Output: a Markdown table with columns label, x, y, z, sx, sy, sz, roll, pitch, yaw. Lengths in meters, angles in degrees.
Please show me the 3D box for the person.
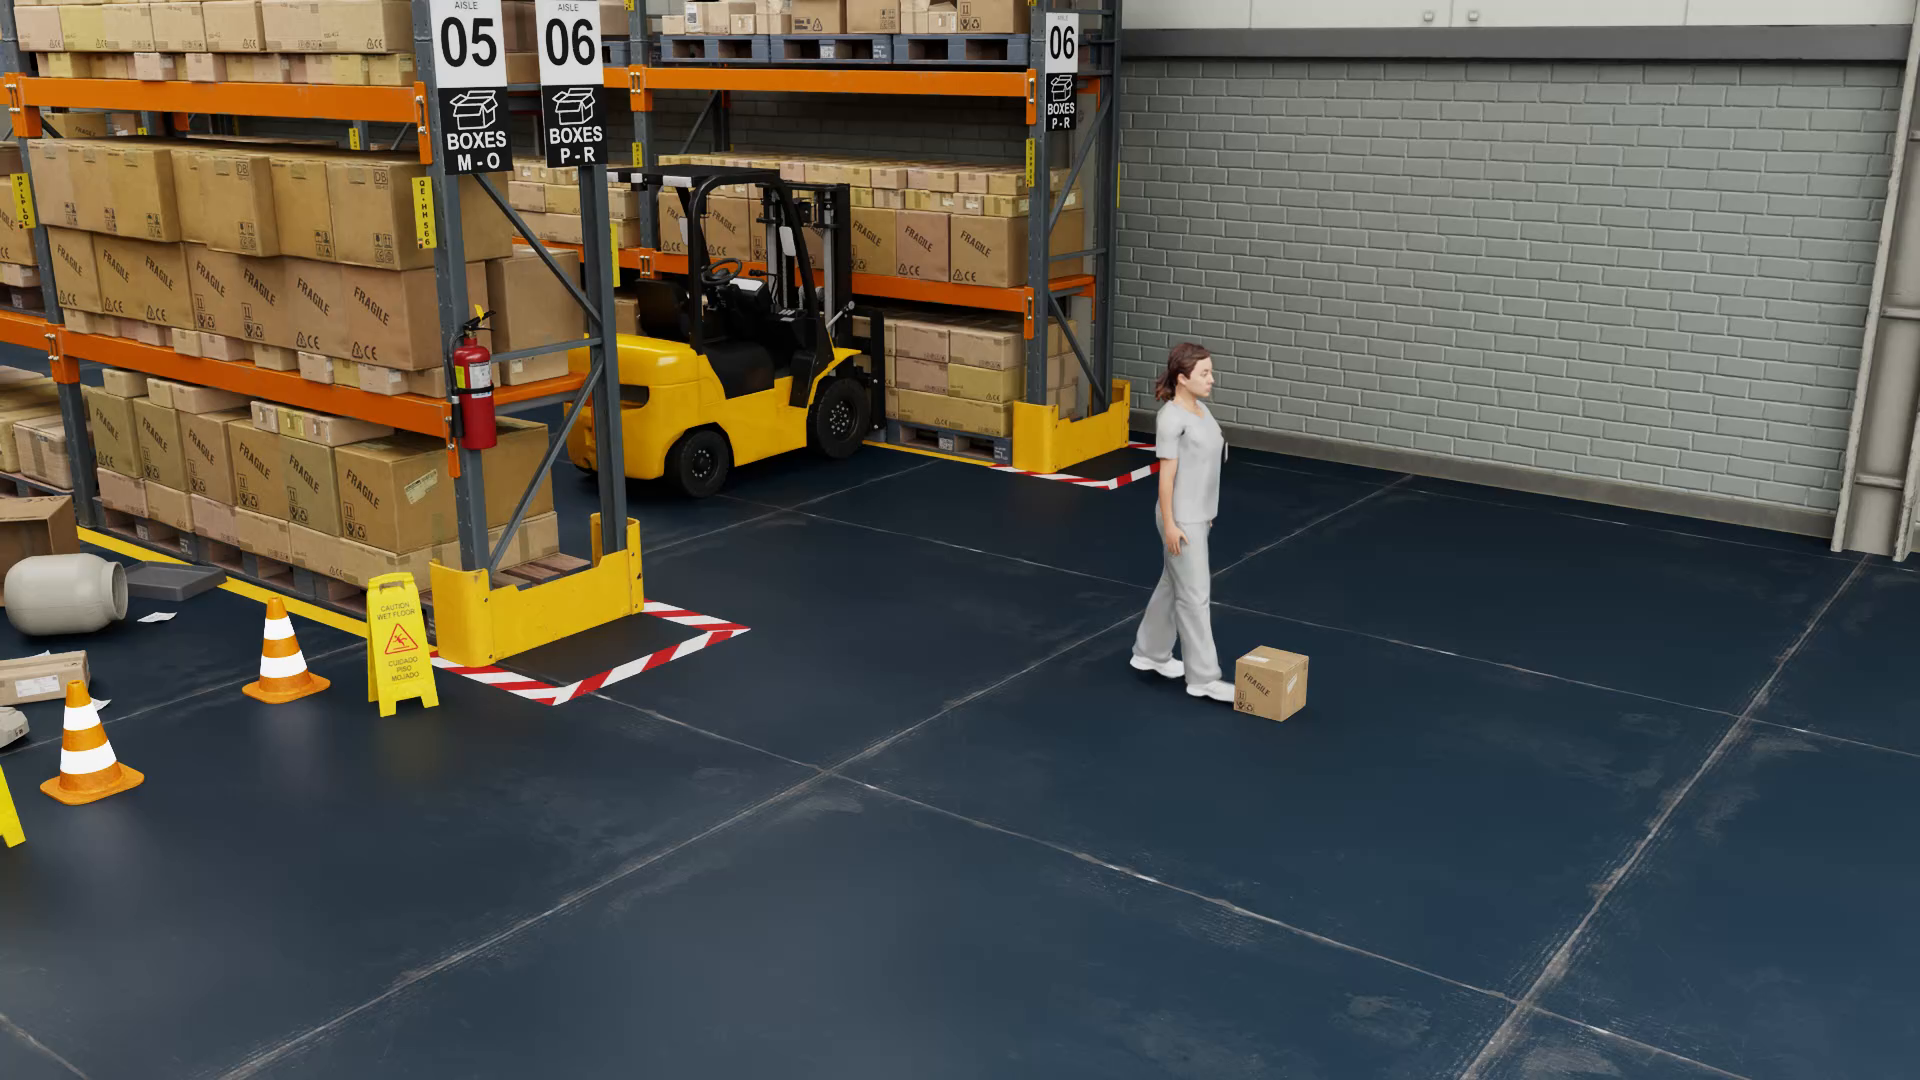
| label | x | y | z | sx | sy | sz | roll | pitch | yaw |
| --- | --- | --- | --- | --- | --- | --- | --- | --- | --- |
| person | 1.108 | -0.093 | 7.828 | 0.655 | 1.670 | 0.451 | 9 | 19 | 28 |
